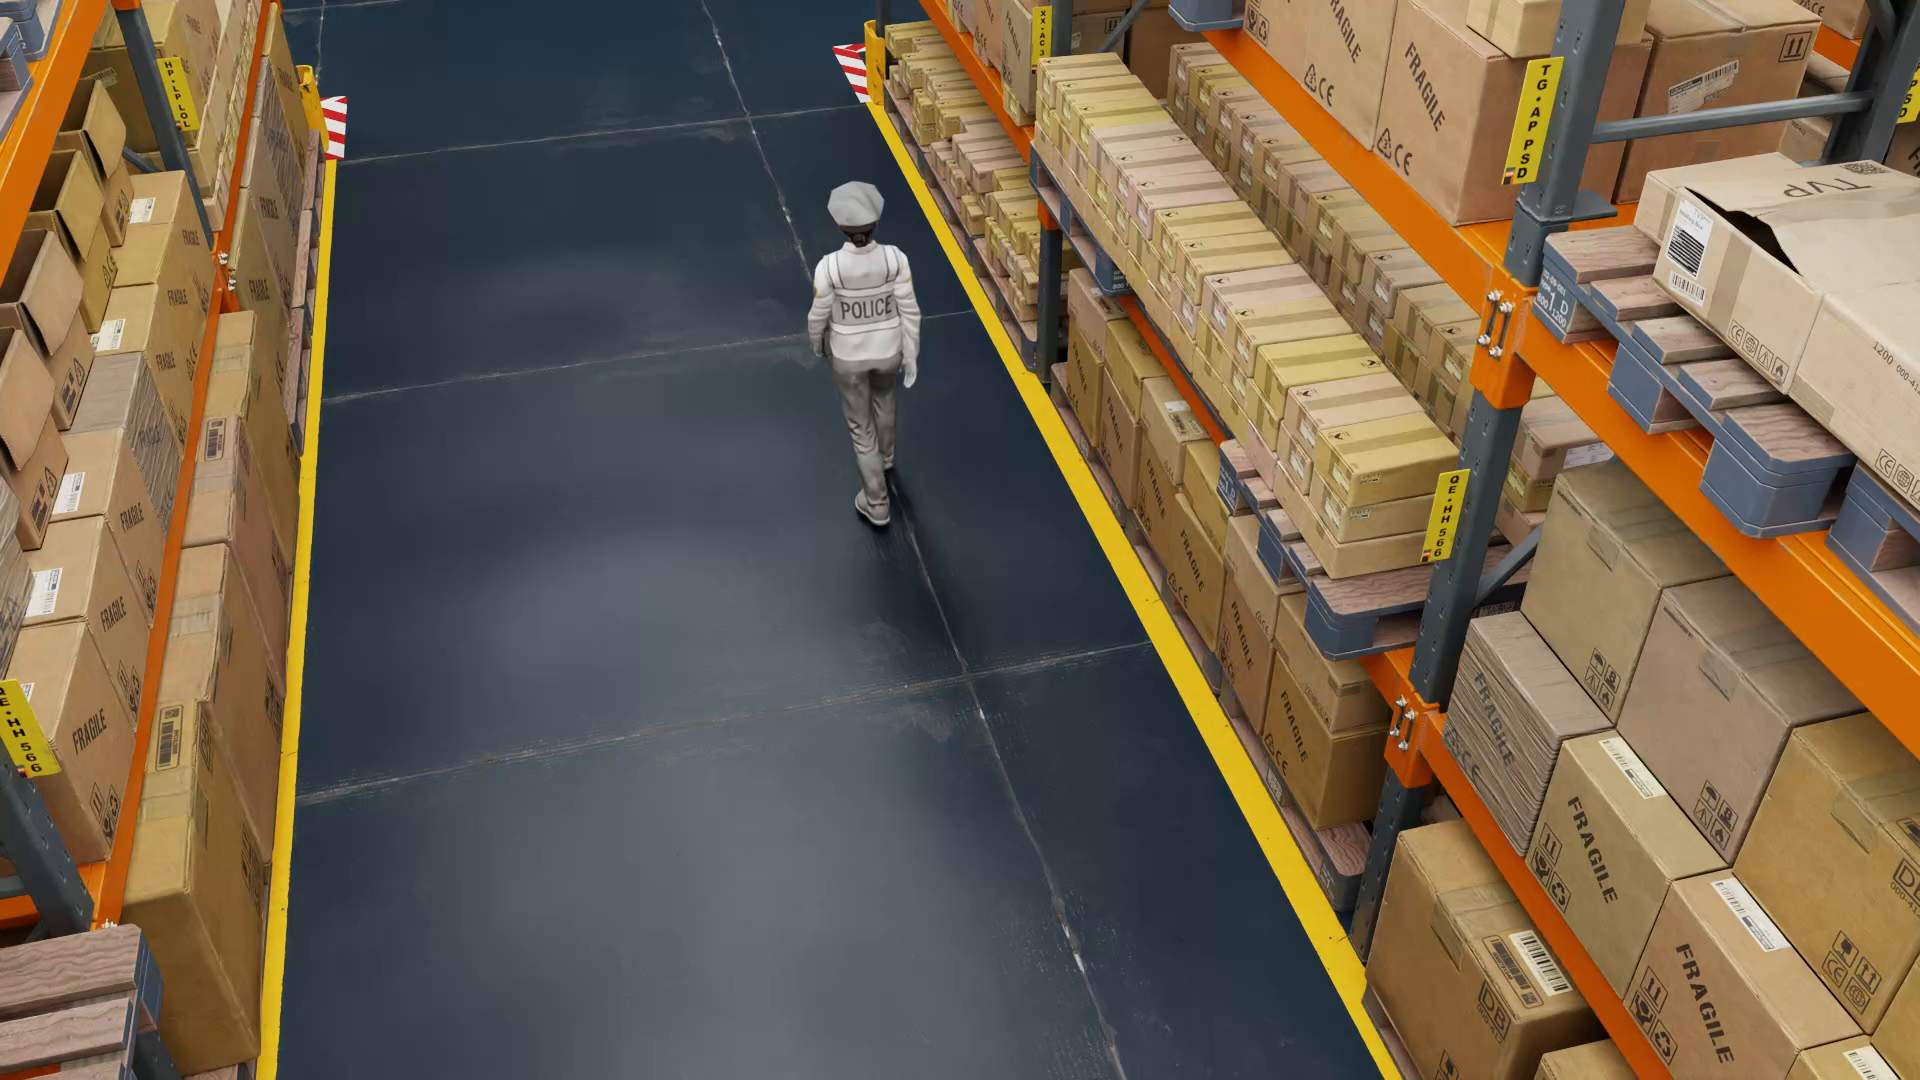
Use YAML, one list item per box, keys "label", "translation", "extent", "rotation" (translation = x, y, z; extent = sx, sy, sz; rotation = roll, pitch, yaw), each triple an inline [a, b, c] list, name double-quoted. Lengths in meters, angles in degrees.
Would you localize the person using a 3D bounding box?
- label: "person"
  translation: [-0.483, -0.938, 7.874]
  extent: [0.500, 1.691, 0.835]
  rotation: [-11, 40, -14]
